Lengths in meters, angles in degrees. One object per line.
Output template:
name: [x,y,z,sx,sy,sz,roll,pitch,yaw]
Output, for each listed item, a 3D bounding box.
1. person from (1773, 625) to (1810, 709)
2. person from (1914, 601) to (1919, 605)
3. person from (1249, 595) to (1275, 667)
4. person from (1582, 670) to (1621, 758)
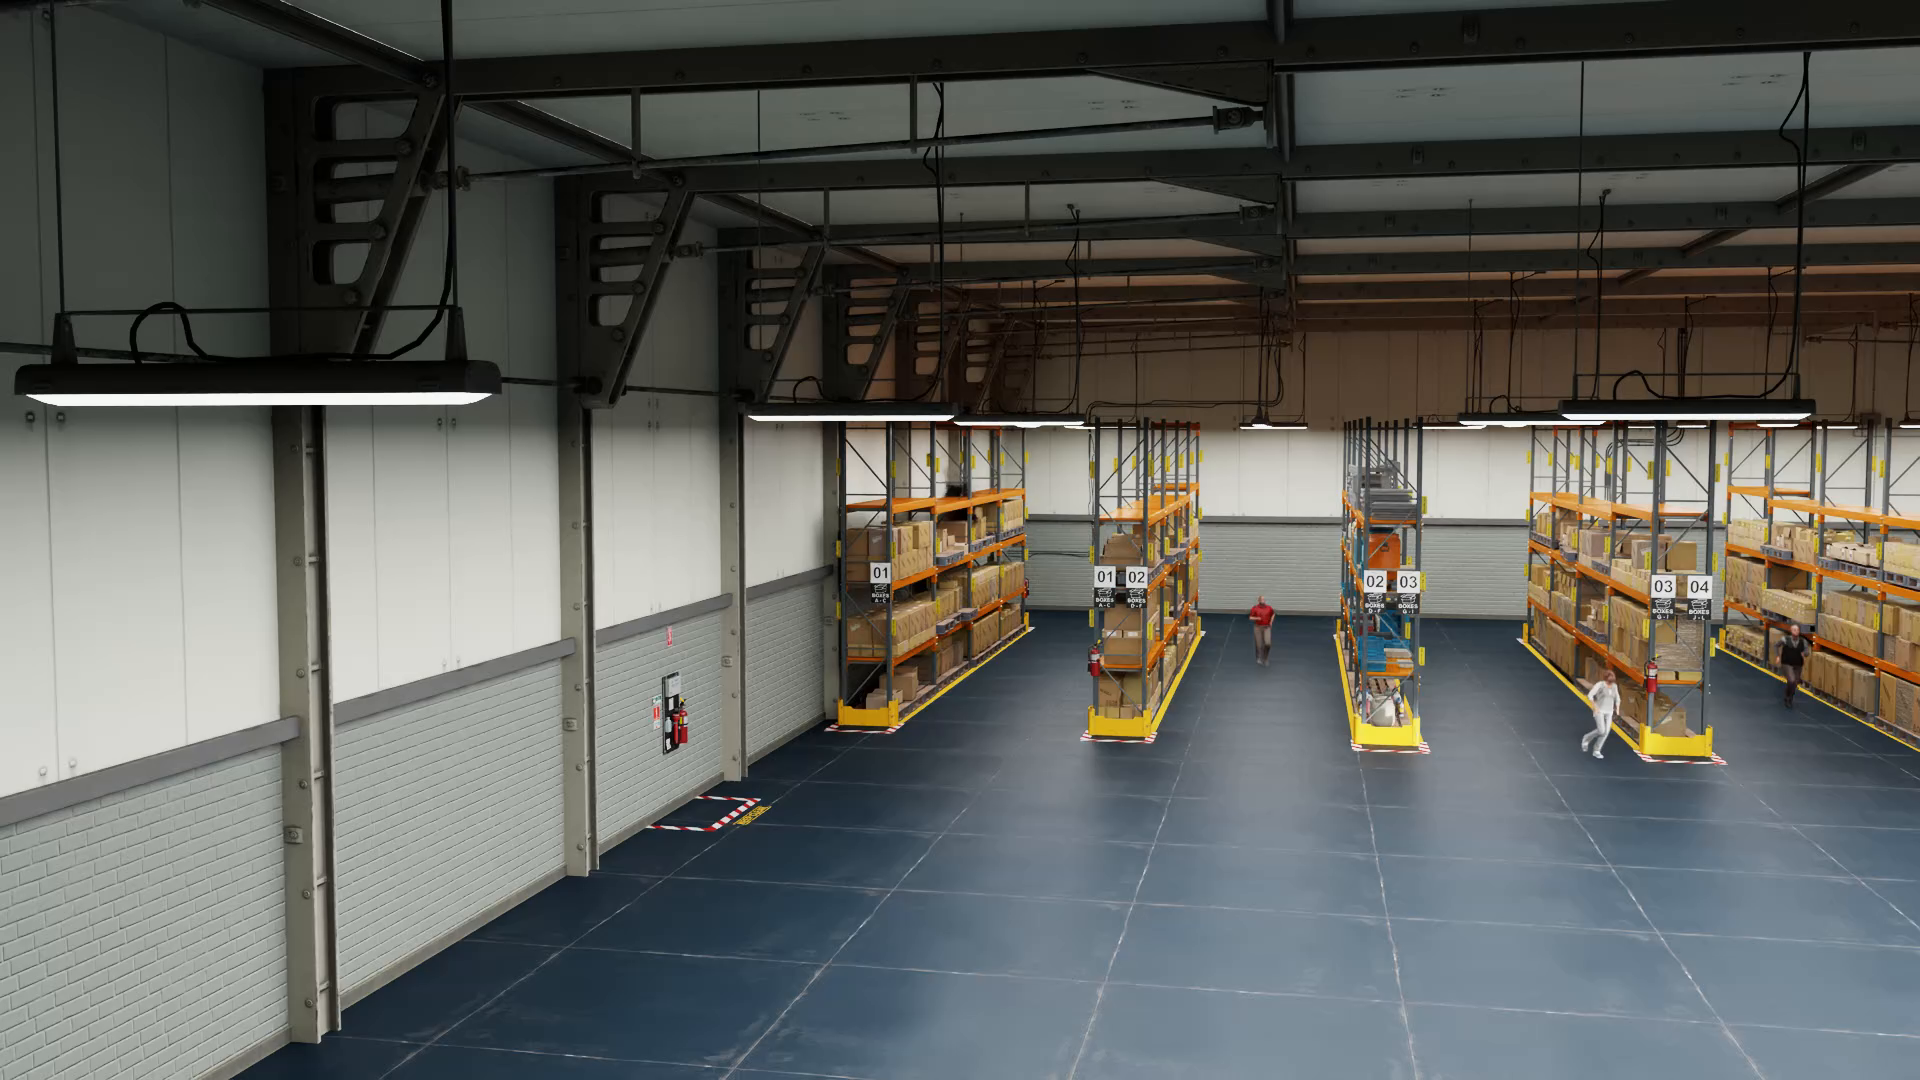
person: [17.262,2.632,34.473,0.620,1.749,0.811,0,4,5]
person: [25.748,1.939,44.513,0.957,1.726,0.707,3,5,42]
person: [7.399,2.239,40.664,0.644,1.764,0.701,0,4,4]
person: [11.364,3.050,29.361,0.588,1.547,0.518,-1,4,-10]
